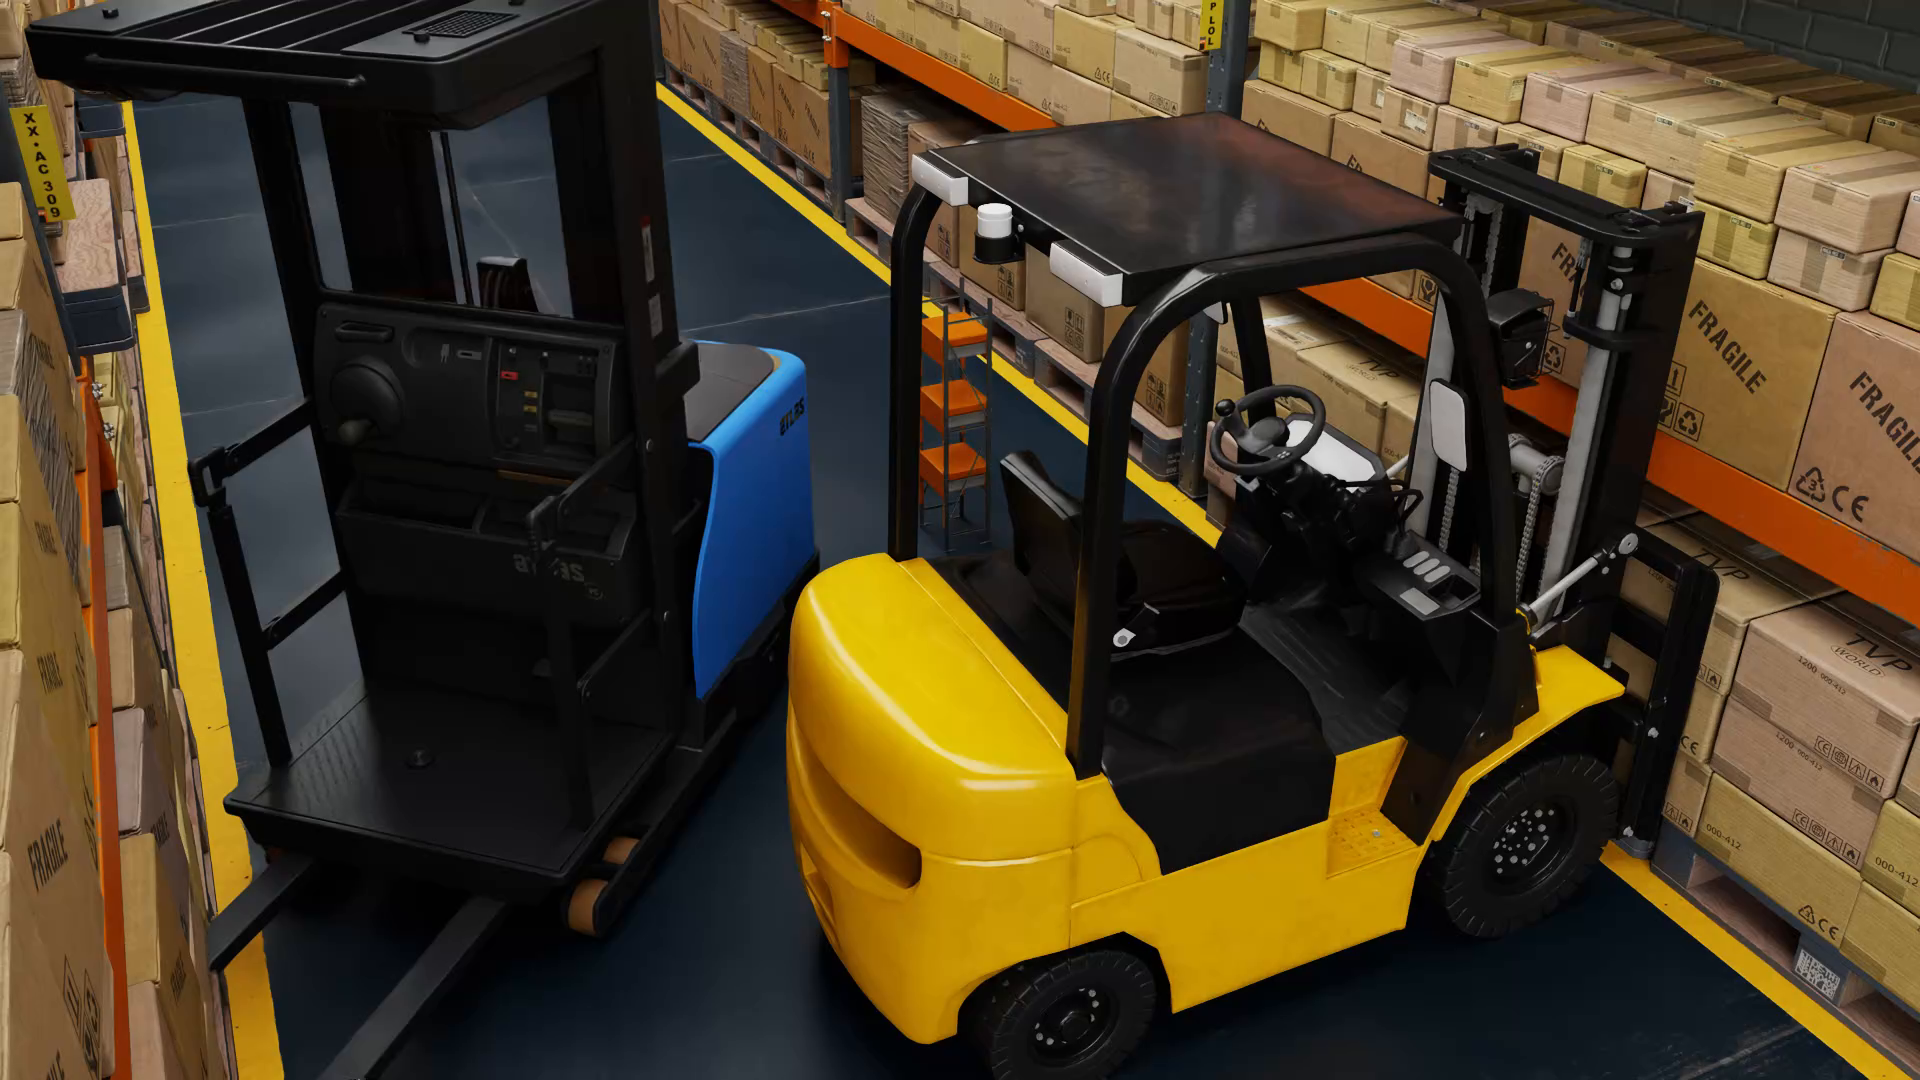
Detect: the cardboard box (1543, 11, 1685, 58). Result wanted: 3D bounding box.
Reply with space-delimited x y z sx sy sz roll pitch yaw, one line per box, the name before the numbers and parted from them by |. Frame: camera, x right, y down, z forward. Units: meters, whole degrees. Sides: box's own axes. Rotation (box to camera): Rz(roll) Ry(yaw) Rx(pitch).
cardboard box | 2.181 -1.653 5.561 0.380 0.149 0.250 -14 32 -23

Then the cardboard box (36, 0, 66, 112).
cardboard box | -3.658 -1.852 6.150 0.500 0.500 0.500 -14 32 -24

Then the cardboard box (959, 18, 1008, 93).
cardboard box | 0.324 -2.380 8.082 0.500 0.250 0.500 -12 31 -20

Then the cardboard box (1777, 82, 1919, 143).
cardboard box | 2.539 -1.177 4.712 0.380 0.149 0.250 -13 32 -22

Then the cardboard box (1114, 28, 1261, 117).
cardboard box | 0.969 -1.921 6.751 0.500 0.250 0.500 -14 32 -23

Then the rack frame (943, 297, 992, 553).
rack frame | 0.029 -0.428 6.439 0.200 1.050 0.008 -13 32 -22

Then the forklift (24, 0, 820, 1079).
forklift | -1.434 -0.369 4.412 1.130 2.935 3.031 9 30 15

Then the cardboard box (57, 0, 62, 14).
cardboard box | -4.770 -2.532 8.351 0.500 0.250 0.500 -14 32 -23

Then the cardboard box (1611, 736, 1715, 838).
cardboard box | 2.230 0.592 5.009 0.500 0.250 0.500 -13 32 -21

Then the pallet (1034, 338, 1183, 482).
pallet | 1.060 -0.706 7.793 1.003 0.211 1.213 -13 32 -22

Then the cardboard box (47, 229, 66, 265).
cardboard box | -3.022 -0.945 5.196 0.380 0.149 0.250 -13 32 -21

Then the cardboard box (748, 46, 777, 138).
cardboard box | -1.114 -3.060 11.267 0.500 0.500 0.500 -12 31 -20

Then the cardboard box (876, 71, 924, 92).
cardboard box | -0.234 -2.710 10.642 0.500 0.500 0.500 -12 31 -20

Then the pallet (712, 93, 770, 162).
pallet | -1.112 -3.032 11.941 1.003 0.211 1.213 -13 32 -22

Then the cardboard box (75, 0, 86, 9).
cardboard box | -6.166 -3.094 10.944 0.875 0.875 0.875 -12 31 -20

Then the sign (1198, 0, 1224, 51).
sign | 0.925 -1.957 6.071 0.100 0.325 0.005 -13 32 -22

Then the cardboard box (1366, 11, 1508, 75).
cardboard box | 1.591 -1.651 5.558 0.380 0.149 0.250 -14 32 -23

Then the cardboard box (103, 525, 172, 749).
cardboard box | -2.574 0.333 4.705 0.500 0.500 0.500 -14 32 -23

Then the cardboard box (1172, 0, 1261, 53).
cardboard box | 1.064 -2.036 6.548 0.380 0.149 0.250 -12 31 -20

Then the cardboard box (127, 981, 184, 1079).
cardboard box | -1.689 1.240 3.087 0.500 0.500 0.500 -14 32 -24

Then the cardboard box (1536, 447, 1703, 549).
cardboard box | 1.988 -0.067 5.161 0.500 0.250 0.500 -14 32 -23

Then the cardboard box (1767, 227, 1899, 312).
cardboard box | 2.280 -0.713 4.189 0.380 0.149 0.250 -14 32 -24

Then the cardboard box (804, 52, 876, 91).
cardboard box | -0.747 -2.913 10.341 0.380 0.149 0.250 -15 32 -24

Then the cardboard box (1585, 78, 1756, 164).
cardboard box | 2.028 -1.199 4.753 0.380 0.149 0.250 -13 32 -22

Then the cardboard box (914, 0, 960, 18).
cardboard box | 0.086 -2.821 8.356 0.500 0.250 0.500 -14 32 -23

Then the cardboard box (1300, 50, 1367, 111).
cardboard box | 1.423 -1.621 5.809 0.380 0.149 0.250 -12 32 -21

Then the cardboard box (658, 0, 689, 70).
cardboard box | -2.019 -3.971 12.891 0.500 0.500 0.500 -12 31 -20

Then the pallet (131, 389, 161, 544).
pallet | -3.933 -0.228 6.941 1.003 0.211 1.213 -13 32 -22

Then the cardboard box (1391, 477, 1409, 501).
cardboard box | 1.763 -0.082 5.700 0.500 0.250 0.500 -13 32 -22

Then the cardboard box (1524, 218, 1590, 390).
cardboard box | 2.020 -0.721 4.867 0.500 0.500 0.500 -13 32 -22

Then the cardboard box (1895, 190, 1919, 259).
cardboard box | 2.474 -0.746 3.944 0.380 0.149 0.250 -13 32 -22

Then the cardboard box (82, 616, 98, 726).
cardboard box | -1.992 0.300 3.405 0.380 0.149 0.250 -13 32 -22

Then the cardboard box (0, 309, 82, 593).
cardboard box | -2.201 -0.136 3.520 0.500 0.500 0.500 -12 32 -21

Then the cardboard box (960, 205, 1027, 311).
cardboard box | 0.526 -1.657 8.636 0.875 0.625 0.625 -14 32 -24

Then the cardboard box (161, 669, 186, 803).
cardboard box | -2.574 0.660 4.889 0.500 0.250 0.500 -12 31 -20

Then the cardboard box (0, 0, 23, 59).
cardboard box | -2.953 -1.483 4.828 0.380 0.149 0.250 -13 32 -22

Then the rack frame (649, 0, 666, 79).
rack frame | -2.023 -5.139 12.848 1.000 3.000 0.127 -13 32 -22

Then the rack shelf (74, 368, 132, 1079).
rack shelf | -2.212 0.636 3.284 1.077 0.370 4.000 -13 32 -22

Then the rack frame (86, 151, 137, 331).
rack frame | -4.787 -2.328 7.835 1.000 3.000 0.127 -13 32 -22

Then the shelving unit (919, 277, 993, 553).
shelving unit | -0.023 -0.482 6.535 0.215 1.050 0.252 -13 32 -22

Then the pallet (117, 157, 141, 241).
pallet | -5.578 -2.014 10.126 1.003 0.211 1.213 -13 32 -22

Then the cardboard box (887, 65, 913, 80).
cardboard box | -0.248 -3.044 10.574 0.380 0.149 0.250 -11 31 -19

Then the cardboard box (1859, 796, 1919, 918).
cardboard box | 2.637 0.811 4.108 0.500 0.250 0.500 -14 32 -23

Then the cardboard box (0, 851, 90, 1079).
cardboard box | -1.306 0.765 1.913 0.500 0.500 0.500 -14 32 -23

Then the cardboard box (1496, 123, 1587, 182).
cardboard box | 1.834 -1.164 4.994 0.380 0.149 0.250 -14 32 -24

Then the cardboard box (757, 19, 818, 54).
cardboard box | -1.145 -3.389 11.189 0.380 0.149 0.250 -14 32 -23

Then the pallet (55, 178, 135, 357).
pallet | -3.267 -0.846 5.387 1.003 0.211 1.213 -13 32 -22

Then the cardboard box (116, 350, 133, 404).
cardboard box | -4.230 -0.789 7.348 0.950 0.372 0.625 -14 32 -23

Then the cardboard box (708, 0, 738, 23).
cardboard box | -1.597 -3.847 12.007 0.380 0.149 0.250 -13 32 -22
